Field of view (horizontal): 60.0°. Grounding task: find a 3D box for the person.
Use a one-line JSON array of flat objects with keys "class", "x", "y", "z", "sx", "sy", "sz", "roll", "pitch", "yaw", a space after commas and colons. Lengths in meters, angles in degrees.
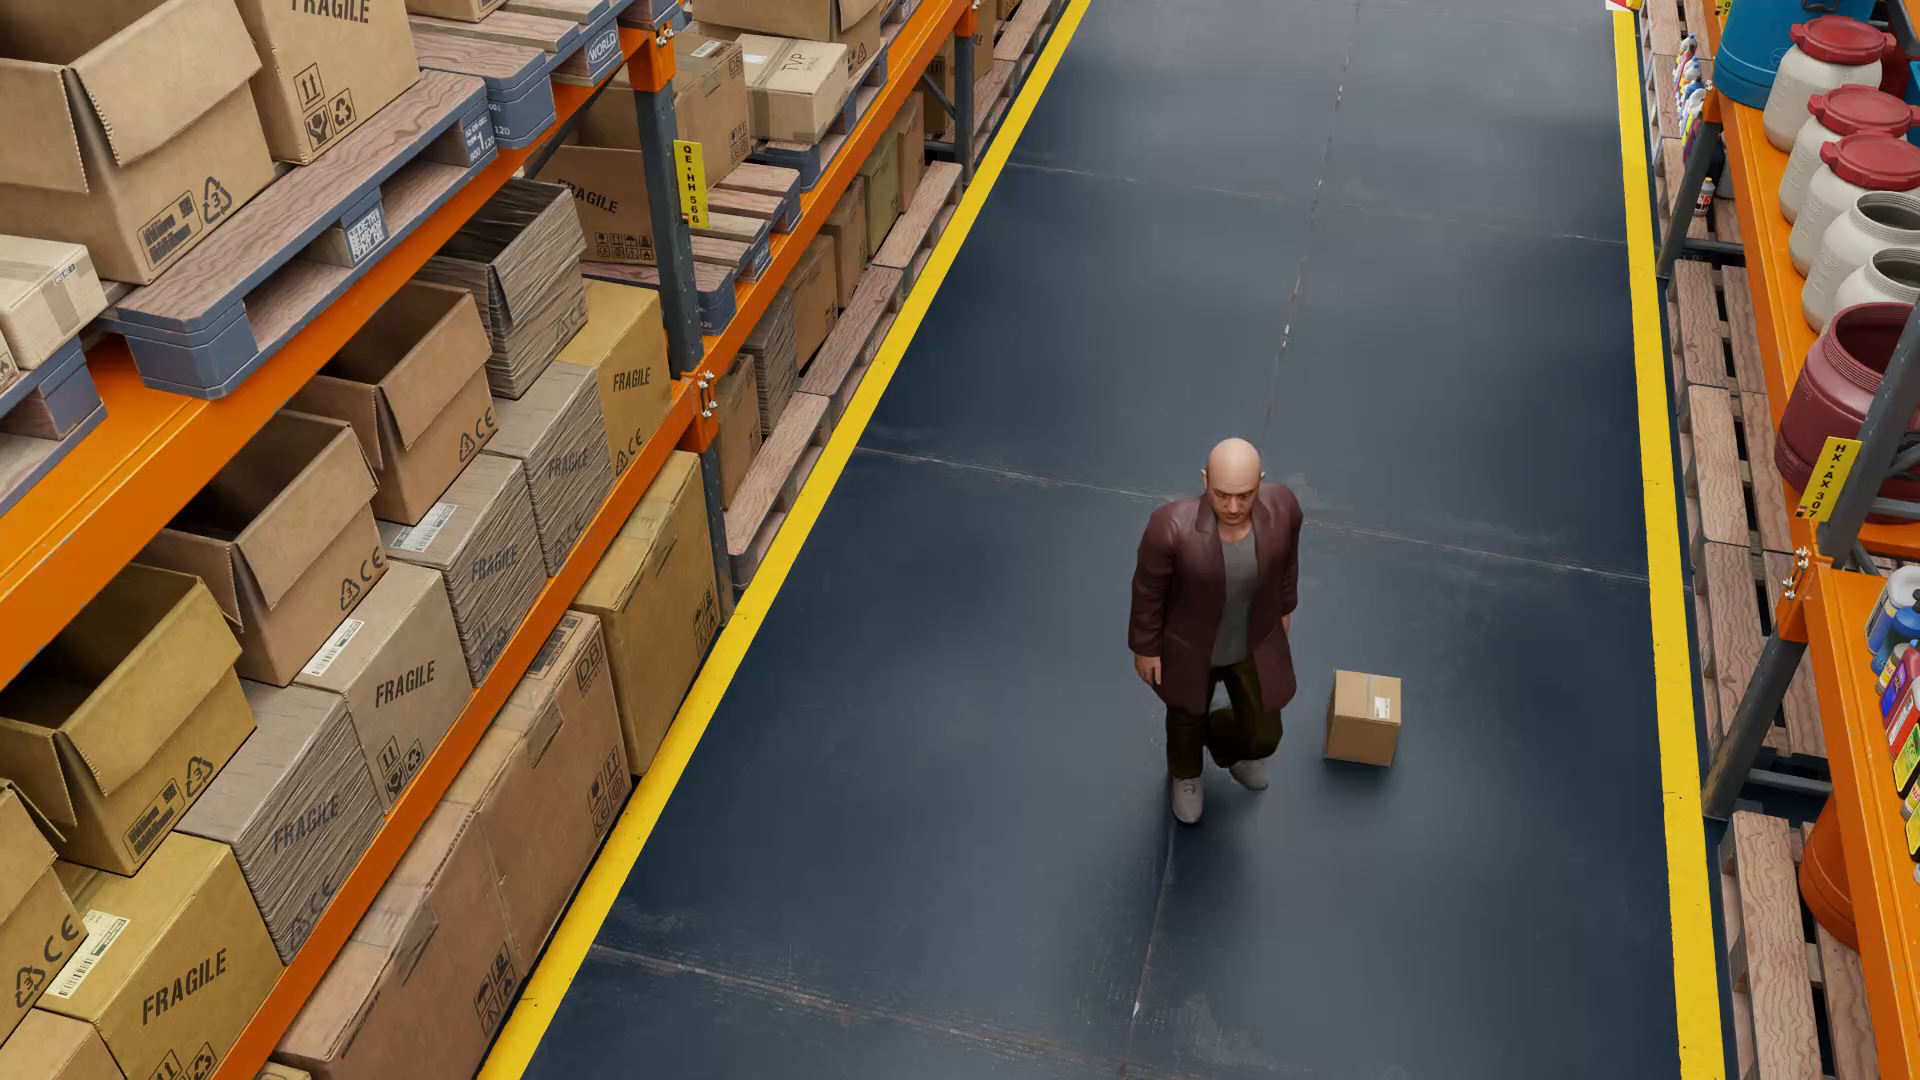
[{"class": "person", "x": 0.881, "y": 0.335, "z": 5.749, "sx": 0.621, "sy": 1.768, "sz": 0.512, "roll": -4, "pitch": 41, "yaw": -5}]
